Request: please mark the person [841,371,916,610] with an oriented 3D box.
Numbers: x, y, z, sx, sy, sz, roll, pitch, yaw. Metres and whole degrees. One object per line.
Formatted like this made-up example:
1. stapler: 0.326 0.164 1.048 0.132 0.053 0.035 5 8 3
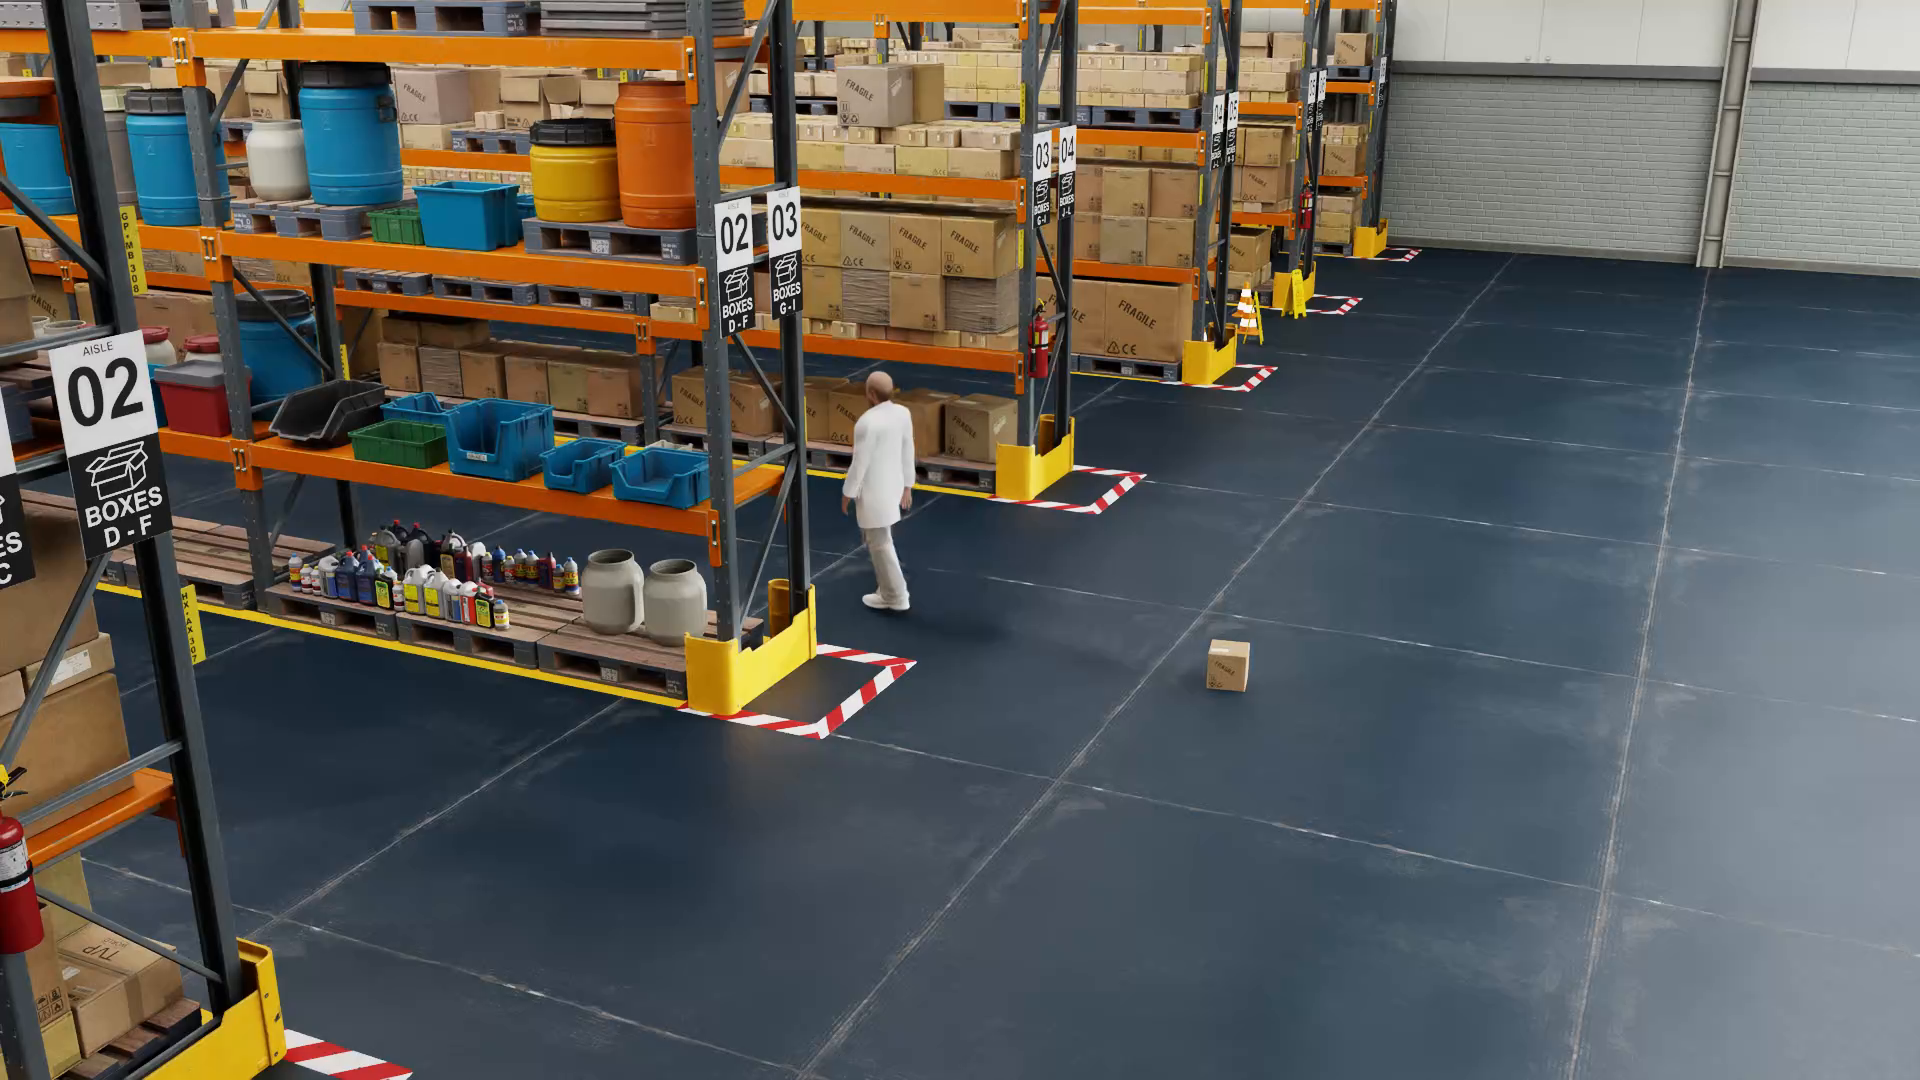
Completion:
1. person: -0.601 -0.333 12.066 0.529 1.827 0.565 11 22 29
